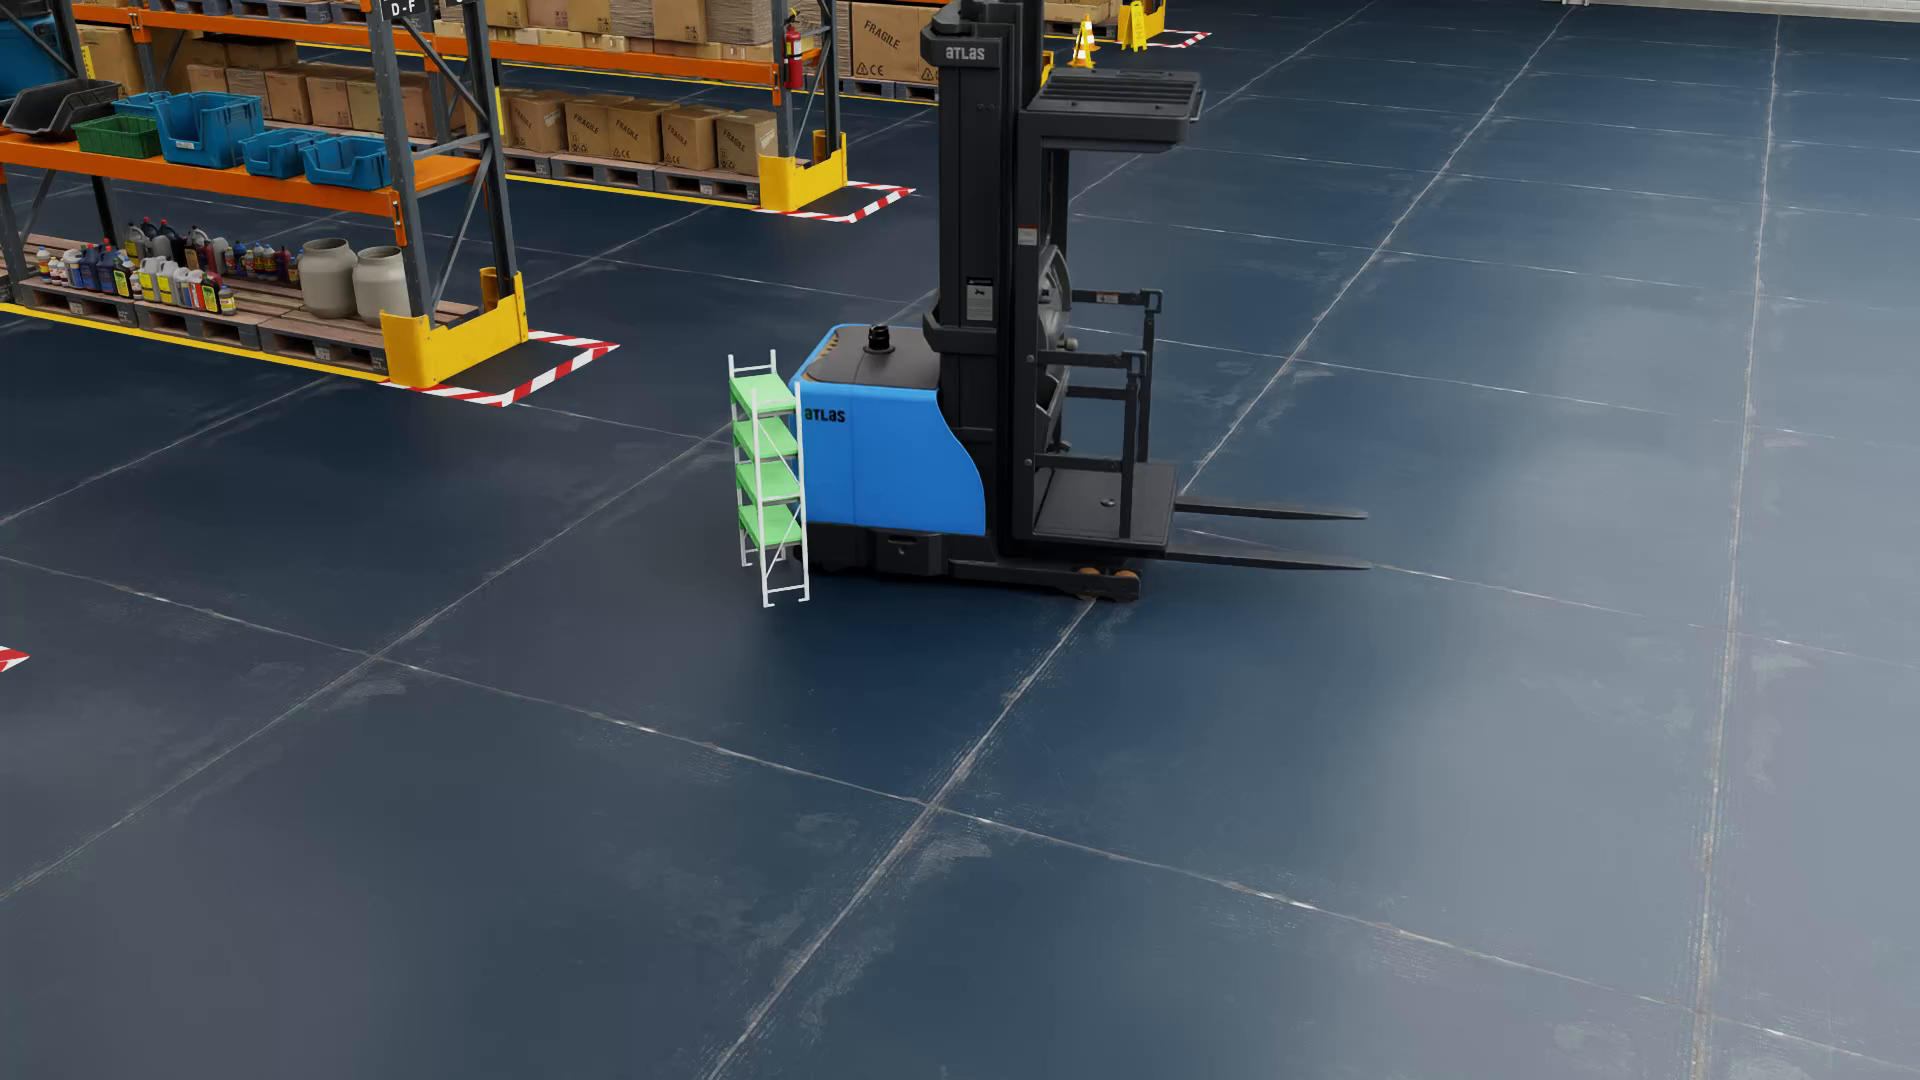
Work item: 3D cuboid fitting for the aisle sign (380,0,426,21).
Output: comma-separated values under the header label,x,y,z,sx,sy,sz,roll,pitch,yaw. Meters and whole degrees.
label,x,y,z,sx,sy,sz,roll,pitch,yaw
aisle sign,-3.524,-3.675,10.375,0.004,0.787,0.394,11,28,22

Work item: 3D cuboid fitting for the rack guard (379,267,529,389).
label,x,y,z,sx,sy,sz,roll,pitch,yaw
rack guard,-3.555,-1.515,11.761,0.348,0.500,1.175,11,28,22

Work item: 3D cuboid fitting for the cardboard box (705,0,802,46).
label,x,y,z,sx,sy,sz,roll,pitch,yaw
cardboard box,-1.906,-4.923,15.403,0.500,0.500,0.875,11,28,22

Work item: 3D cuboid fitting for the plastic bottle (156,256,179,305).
label,x,y,z,sx,sy,sz,roll,pitch,yaw
plastic bottle,-5.817,-1.921,12.256,0.185,0.351,0.144,13,29,24

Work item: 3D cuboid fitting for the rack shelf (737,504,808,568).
label,x,y,z,sx,sy,sz,roll,pitch,yaw
rack shelf,-0.979,-0.041,8.664,0.258,0.148,0.480,-9,28,-18

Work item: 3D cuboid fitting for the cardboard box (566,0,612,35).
label,x,y,z,sx,sy,sz,roll,pitch,yaw
cardboard box,-3.298,-5.171,15.907,0.500,0.500,0.875,11,28,22

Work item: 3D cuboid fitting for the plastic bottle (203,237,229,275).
label,x,y,z,sx,sy,sz,roll,pitch,yaw
plastic bottle,-5.787,-2.221,12.950,0.135,0.276,0.152,12,29,23

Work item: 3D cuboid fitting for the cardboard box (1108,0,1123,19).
label,x,y,z,sx,sy,sz,roll,pitch,yaw
cardboard box,2.066,-7.831,24.397,0.500,0.250,0.500,11,28,21

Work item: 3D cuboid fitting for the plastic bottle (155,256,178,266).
label,x,y,z,sx,sy,sz,roll,pitch,yaw
plastic bottle,-5.948,-1.985,12.472,0.135,0.276,0.152,11,28,22

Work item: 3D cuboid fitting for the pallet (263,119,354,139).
label,x,y,z,sx,sy,sz,roll,pitch,yaw
pallet,-6.882,-4.477,18.105,1.213,0.211,1.003,11,28,22

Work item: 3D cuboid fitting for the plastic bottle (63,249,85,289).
label,x,y,z,sx,sy,sz,roll,pitch,yaw
plastic bottle,-6.694,-2.065,12.635,0.135,0.276,0.152,12,29,24

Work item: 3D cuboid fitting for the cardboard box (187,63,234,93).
label,x,y,z,sx,sy,sz,roll,pitch,yaw
cardboard box,-8.081,-5.057,18.457,0.500,0.500,0.700,10,28,19

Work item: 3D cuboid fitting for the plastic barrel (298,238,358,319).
label,x,y,z,sx,sy,sz,roll,pitch,yaw
plastic barrel,-4.554,-1.895,12.044,0.421,0.512,0.421,0,26,0

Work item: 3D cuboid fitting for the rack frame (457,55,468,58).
label,x,y,z,sx,sy,sz,roll,pitch,yaw
rack frame,-6.554,-8.071,22.248,0.127,3.000,1.000,11,28,22

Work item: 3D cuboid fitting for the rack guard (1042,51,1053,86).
label,x,y,z,sx,sy,sz,roll,pitch,yaw
rack guard,0.751,-5.483,19.820,0.348,0.500,1.175,11,28,22

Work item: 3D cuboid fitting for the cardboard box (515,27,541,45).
label,x,y,z,sx,sy,sz,roll,pitch,yaw
cardboard box,-4.083,-4.901,16.094,0.250,0.149,0.380,11,28,22

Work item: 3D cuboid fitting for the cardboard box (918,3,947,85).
label,x,y,z,sx,sy,sz,roll,pitch,yaw
cardboard box,0.084,-5.941,19.851,0.875,0.875,0.875,12,28,22

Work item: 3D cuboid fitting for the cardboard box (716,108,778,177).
label,x,y,z,sx,sy,sz,roll,pitch,yaw
cardboard box,-1.978,-3.821,15.969,0.500,0.500,0.500,17,31,31

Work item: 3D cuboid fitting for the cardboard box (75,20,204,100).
label,x,y,z,sx,sy,sz,roll,pitch,yaw
cardboard box,-9.319,-5.465,18.885,0.875,0.875,1.225,10,28,19

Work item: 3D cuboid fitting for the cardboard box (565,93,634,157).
label,x,y,z,sx,sy,sz,roll,pitch,yaw
cardboard box,-3.588,-4.158,16.654,0.500,0.500,0.500,9,28,17

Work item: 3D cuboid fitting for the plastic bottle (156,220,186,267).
label,x,y,z,sx,sy,sz,roll,pitch,yaw
plastic bottle,-6.228,-2.345,13.117,0.185,0.351,0.144,10,28,19

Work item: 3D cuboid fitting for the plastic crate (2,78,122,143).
label,x,y,z,sx,sy,sz,roll,pitch,yaw
plastic crate,-6.684,-3.198,12.420,0.504,0.338,0.767,11,28,22

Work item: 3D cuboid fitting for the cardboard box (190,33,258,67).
label,x,y,z,sx,sy,sz,roll,pitch,yaw
cardboard box,-8.077,-5.397,18.300,0.500,0.250,0.500,13,29,24

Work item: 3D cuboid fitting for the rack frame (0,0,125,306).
label,x,y,z,sx,sy,sz,roll,pitch,yaw
rack frame,-7.108,-3.373,12.704,0.127,3.000,1.000,11,28,22

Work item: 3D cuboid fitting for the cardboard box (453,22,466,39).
label,x,y,z,sx,sy,sz,roll,pitch,yaw
cardboard box,-4.764,-5.040,16.376,0.250,0.149,0.380,11,28,22

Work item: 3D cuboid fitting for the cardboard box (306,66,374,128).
label,x,y,z,sx,sy,sz,roll,pitch,yaw
cardboard box,-6.544,-4.758,17.850,0.500,0.500,0.700,9,28,17

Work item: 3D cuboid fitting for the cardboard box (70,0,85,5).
label,x,y,z,sx,sy,sz,roll,pitch,yaw
cardboard box,-9.702,-6.224,18.383,0.500,0.500,0.500,11,28,21

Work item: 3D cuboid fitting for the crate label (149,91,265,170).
label,x,y,z,sx,sy,sz,roll,pitch,yaw
crate label,-5.254,-2.885,11.674,0.616,0.435,0.502,11,28,22

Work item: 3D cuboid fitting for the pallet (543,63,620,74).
label,x,y,z,sx,sy,sz,roll,pitch,yaw
pallet,-4.761,-6.422,22.055,1.213,0.211,1.003,11,28,22

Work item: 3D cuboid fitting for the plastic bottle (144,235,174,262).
label,x,y,z,sx,sy,sz,roll,pitch,yaw
plastic bottle,-6.266,-2.247,13.003,0.135,0.276,0.152,11,28,22

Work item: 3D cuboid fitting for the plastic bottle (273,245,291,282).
label,x,y,z,sx,sy,sz,roll,pitch,yaw
plastic bottle,-5.187,-2.125,12.748,0.133,0.283,0.061,12,29,23

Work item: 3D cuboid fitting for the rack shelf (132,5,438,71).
label,x,y,z,sx,sy,sz,roll,pitch,yaw
rack shelf,-6.878,-5.407,17.651,4.000,0.370,1.077,11,28,22

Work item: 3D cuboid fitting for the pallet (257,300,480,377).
label,x,y,z,sx,sy,sz,roll,pitch,yaw
pallet,-4.293,-1.536,12.131,1.213,0.211,1.003,11,28,22

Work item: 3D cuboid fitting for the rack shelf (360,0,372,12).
label,x,y,z,sx,sy,sz,roll,pitch,yaw
rack shelf,-5.287,-4.030,11.458,4.000,0.370,1.077,11,28,22

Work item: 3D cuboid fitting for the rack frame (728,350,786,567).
label,x,y,z,sx,sy,sz,roll,pitch,yaw
rack frame,-1.061,-0.415,8.736,0.240,1.200,0.015,-9,28,-18

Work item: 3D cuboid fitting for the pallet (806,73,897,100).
label,x,y,z,sx,sy,sz,roll,pitch,yaw
pallet,-1.138,-5.696,20.580,1.213,0.211,1.003,11,28,22

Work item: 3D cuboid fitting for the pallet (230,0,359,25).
label,x,y,z,sx,sy,sz,roll,pitch,yaw
pallet,-6.880,-5.664,17.575,1.213,0.211,1.003,11,28,22

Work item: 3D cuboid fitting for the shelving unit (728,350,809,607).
label,x,y,z,sx,sy,sz,roll,pitch,yaw
shelving unit,-0.979,-0.314,8.530,0.258,1.200,0.503,-9,28,-18

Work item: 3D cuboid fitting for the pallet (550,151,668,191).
label,x,y,z,sx,sy,sz,roll,pitch,yaw
pallet,-3.317,-3.782,16.693,1.213,0.211,1.003,11,28,22

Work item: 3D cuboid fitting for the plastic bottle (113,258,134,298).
label,x,y,z,sx,sy,sz,roll,pitch,yaw
plastic bottle,-6.240,-1.955,12.403,0.133,0.283,0.061,13,29,24

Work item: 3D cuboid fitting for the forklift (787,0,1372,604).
label,x,y,z,sx,sy,sz,roll,pitch,yaw
forklift,0.670,-1.242,8.454,3.031,2.935,1.130,5,27,10

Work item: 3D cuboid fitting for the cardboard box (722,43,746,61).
label,x,y,z,sx,sy,sz,roll,pitch,yaw
cardboard box,-1.989,-4.535,15.350,0.250,0.149,0.380,11,28,22

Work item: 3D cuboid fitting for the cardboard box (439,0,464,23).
label,x,y,z,sx,sy,sz,roll,pitch,yaw
cardboard box,-4.674,-5.435,16.444,0.500,0.500,0.875,11,28,22

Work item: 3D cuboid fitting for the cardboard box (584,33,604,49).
label,x,y,z,sx,sy,sz,roll,pitch,yaw
cardboard box,-3.369,-4.795,15.877,0.250,0.149,0.380,11,28,22

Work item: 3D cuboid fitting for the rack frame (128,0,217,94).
label,x,y,z,sx,sy,sz,roll,pitch,yaw
rack frame,-8.699,-6.095,18.235,0.127,3.000,1.000,11,28,22

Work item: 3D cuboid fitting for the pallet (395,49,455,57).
label,x,y,z,sx,sy,sz,roll,pitch,yaw
pallet,-7.265,-6.964,23.155,1.213,0.211,1.003,11,28,22

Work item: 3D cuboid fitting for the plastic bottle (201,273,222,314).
label,x,y,z,sx,sy,sz,roll,pitch,yaw
plastic bottle,-5.434,-1.794,12.074,0.133,0.283,0.061,12,29,23

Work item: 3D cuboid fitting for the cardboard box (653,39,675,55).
label,x,y,z,sx,sy,sz,roll,pitch,yaw
cardboard box,-2.669,-4.674,15.633,0.250,0.149,0.380,11,28,22

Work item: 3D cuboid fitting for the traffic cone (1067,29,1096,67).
label,x,y,z,sx,sy,sz,roll,pitch,yaw
traffic cone,1.610,-6.531,21.991,0.334,0.463,0.336,11,28,22

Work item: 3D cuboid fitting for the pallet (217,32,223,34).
label,x,y,z,sx,sy,sz,roll,pitch,yaw
pallet,-10.821,-7.660,24.570,1.213,0.211,1.003,11,28,22

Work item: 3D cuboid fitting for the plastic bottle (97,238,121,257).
label,x,y,z,sx,sy,sz,roll,pitch,yaw
plastic bottle,-6.485,-2.125,12.671,0.185,0.351,0.144,11,28,22

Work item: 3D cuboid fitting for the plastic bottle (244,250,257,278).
label,x,y,z,sx,sy,sz,roll,pitch,yaw
plastic bottle,-5.481,-2.139,12.869,0.097,0.201,0.097,0,26,0

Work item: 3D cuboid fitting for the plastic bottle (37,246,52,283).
label,x,y,z,sx,sy,sz,roll,pitch,yaw
plastic bottle,-6.999,-2.111,12.733,0.097,0.271,0.097,0,26,0

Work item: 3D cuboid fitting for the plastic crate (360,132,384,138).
label,x,y,z,sx,sy,sz,roll,pitch,yaw
plastic crate,-4.148,-2.816,11.872,0.250,0.136,0.298,11,28,22
